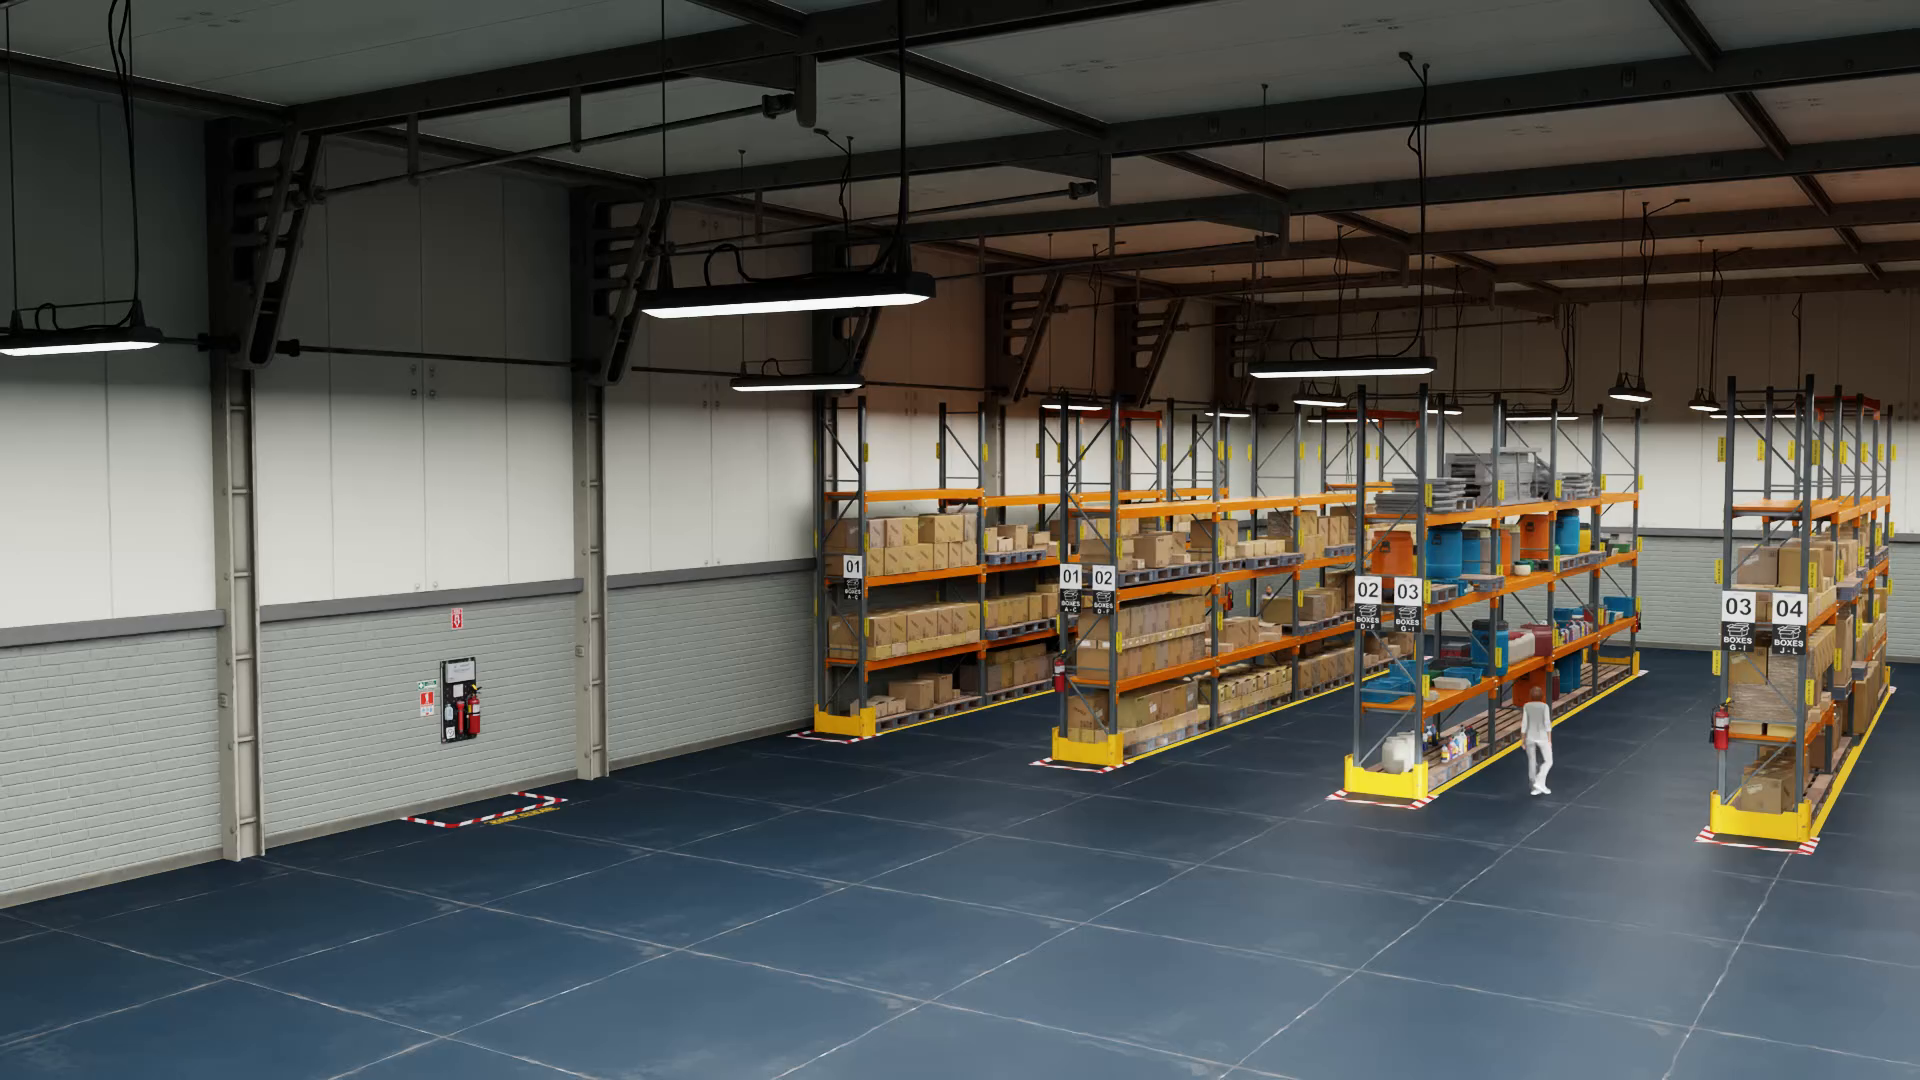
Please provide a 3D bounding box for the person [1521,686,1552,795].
[{"bbox_3d":[8.409,2.935,24.254,0.462,1.596,0.480,2,4,32],"label":"person"}]

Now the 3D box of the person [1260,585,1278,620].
[{"bbox_3d":[7.964,1.955,42.731,0.494,1.574,1.042,0,3,8],"label":"person"}]
